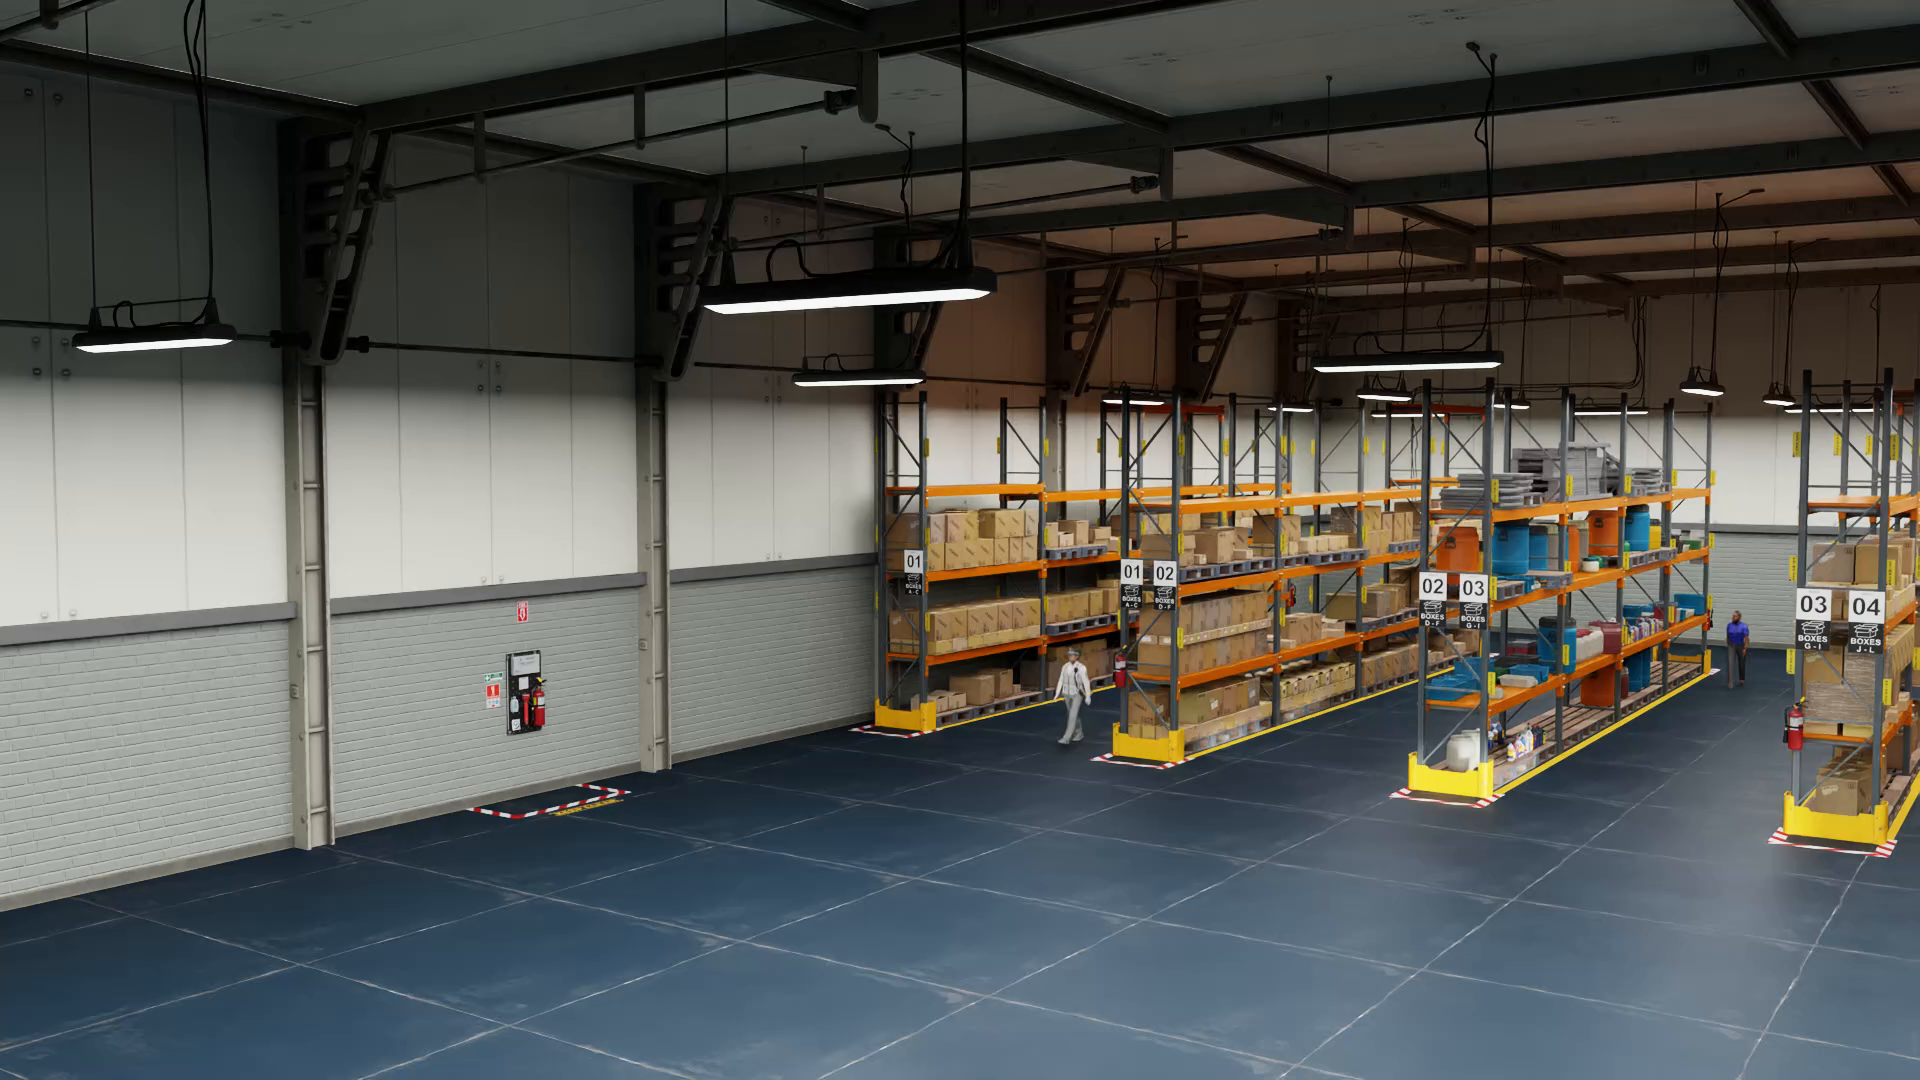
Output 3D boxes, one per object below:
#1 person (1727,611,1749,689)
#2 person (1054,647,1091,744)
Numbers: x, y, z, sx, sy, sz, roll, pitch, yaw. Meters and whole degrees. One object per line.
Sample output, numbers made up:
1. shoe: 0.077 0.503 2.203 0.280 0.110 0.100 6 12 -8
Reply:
1. person: 16.181 2.264 34.608 0.447 1.595 1.021 2 4 32
2. person: 1.844 2.615 27.992 0.532 1.630 1.007 3 4 41
